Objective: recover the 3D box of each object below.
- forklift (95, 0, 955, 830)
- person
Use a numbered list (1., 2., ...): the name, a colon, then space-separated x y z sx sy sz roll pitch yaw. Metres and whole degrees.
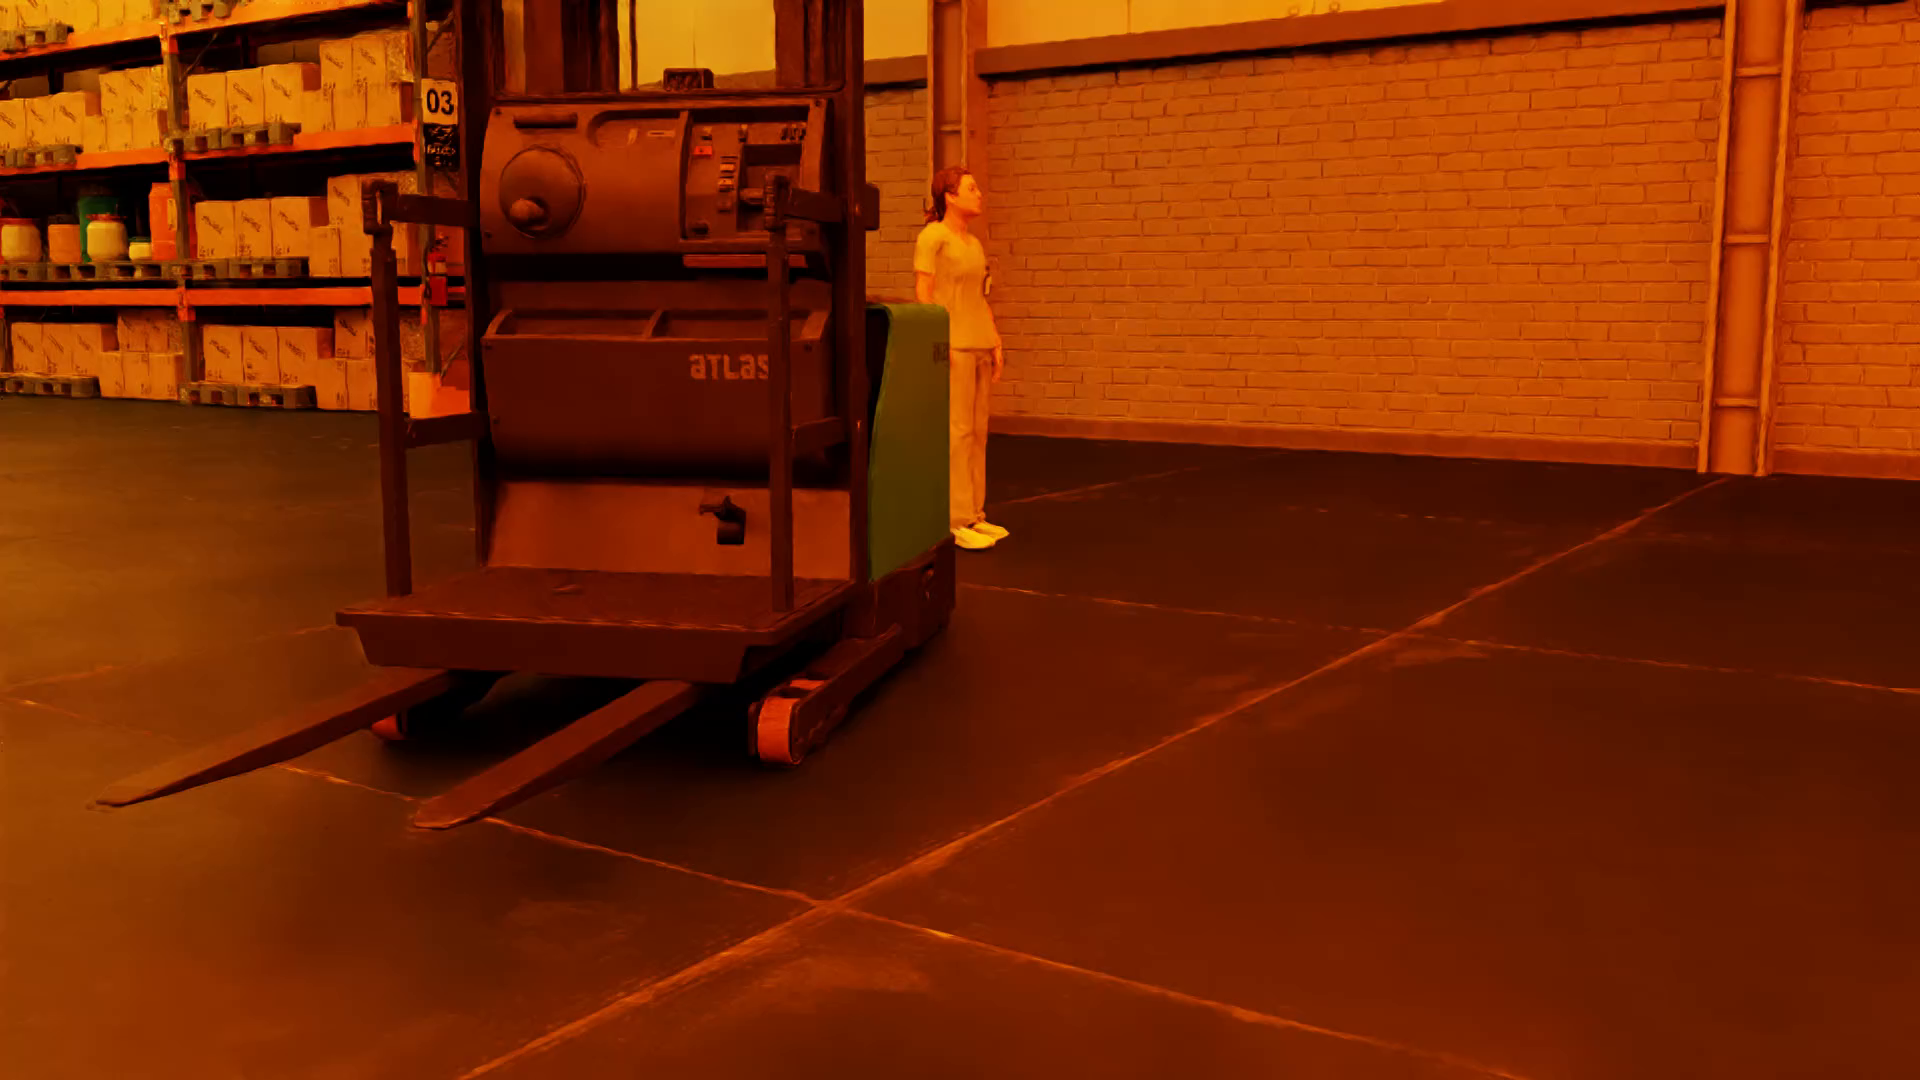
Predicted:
1. forklift: -0.838 -0.980 4.081 1.130 2.935 3.031 2 8 12
2. person: 0.054 -0.829 7.433 0.548 1.674 0.550 5 10 34
